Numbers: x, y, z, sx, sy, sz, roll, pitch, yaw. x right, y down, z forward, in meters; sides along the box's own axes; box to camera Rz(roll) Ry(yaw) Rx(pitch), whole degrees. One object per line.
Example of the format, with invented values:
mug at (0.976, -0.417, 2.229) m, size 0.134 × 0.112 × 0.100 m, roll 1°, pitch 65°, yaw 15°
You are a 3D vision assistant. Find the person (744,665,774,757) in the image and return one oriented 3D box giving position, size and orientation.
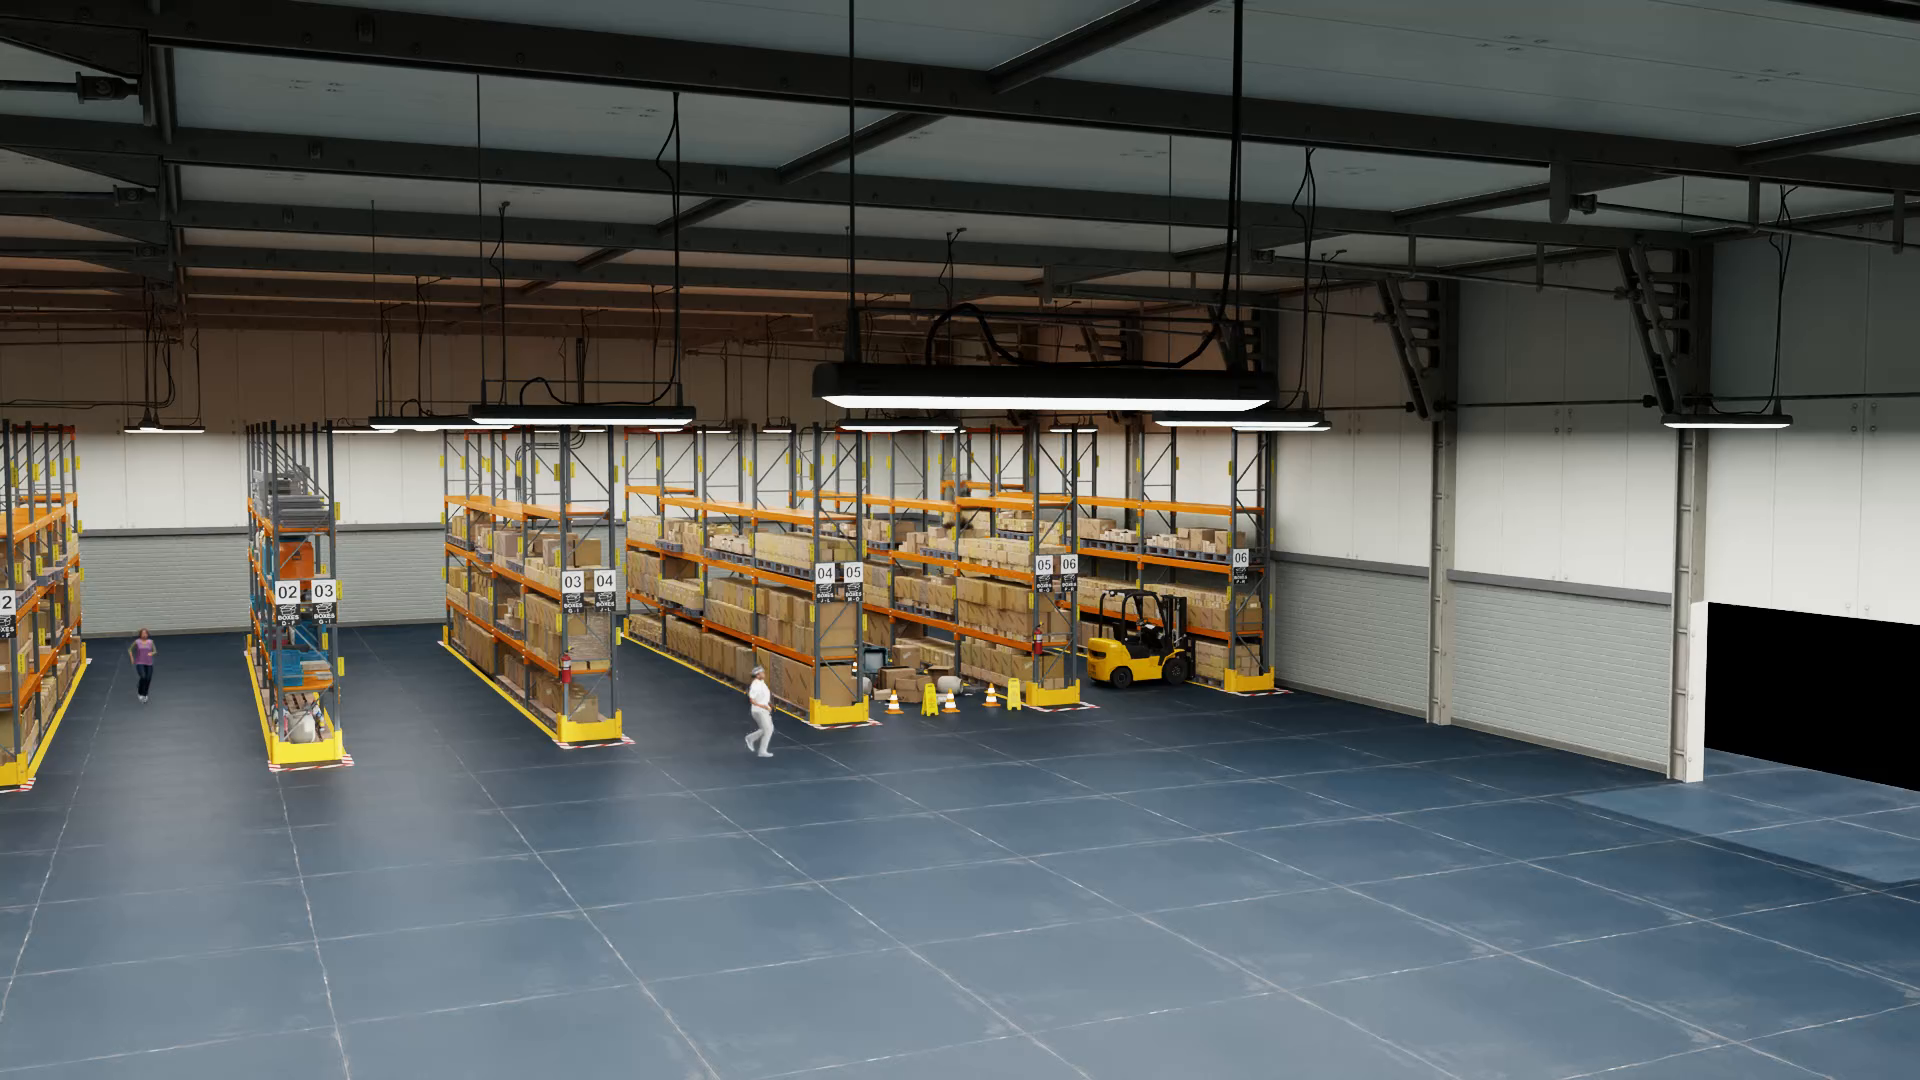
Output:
person at (-3.580, 3.042, 29.636) m, size 0.566 × 1.649 × 0.573 m, roll 1°, pitch 4°, yaw 10°

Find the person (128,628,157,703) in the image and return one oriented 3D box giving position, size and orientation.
person at (-17.494, 2.692, 35.647) m, size 0.506 × 1.592 × 0.662 m, roll -3°, pitch 5°, yaw -41°
